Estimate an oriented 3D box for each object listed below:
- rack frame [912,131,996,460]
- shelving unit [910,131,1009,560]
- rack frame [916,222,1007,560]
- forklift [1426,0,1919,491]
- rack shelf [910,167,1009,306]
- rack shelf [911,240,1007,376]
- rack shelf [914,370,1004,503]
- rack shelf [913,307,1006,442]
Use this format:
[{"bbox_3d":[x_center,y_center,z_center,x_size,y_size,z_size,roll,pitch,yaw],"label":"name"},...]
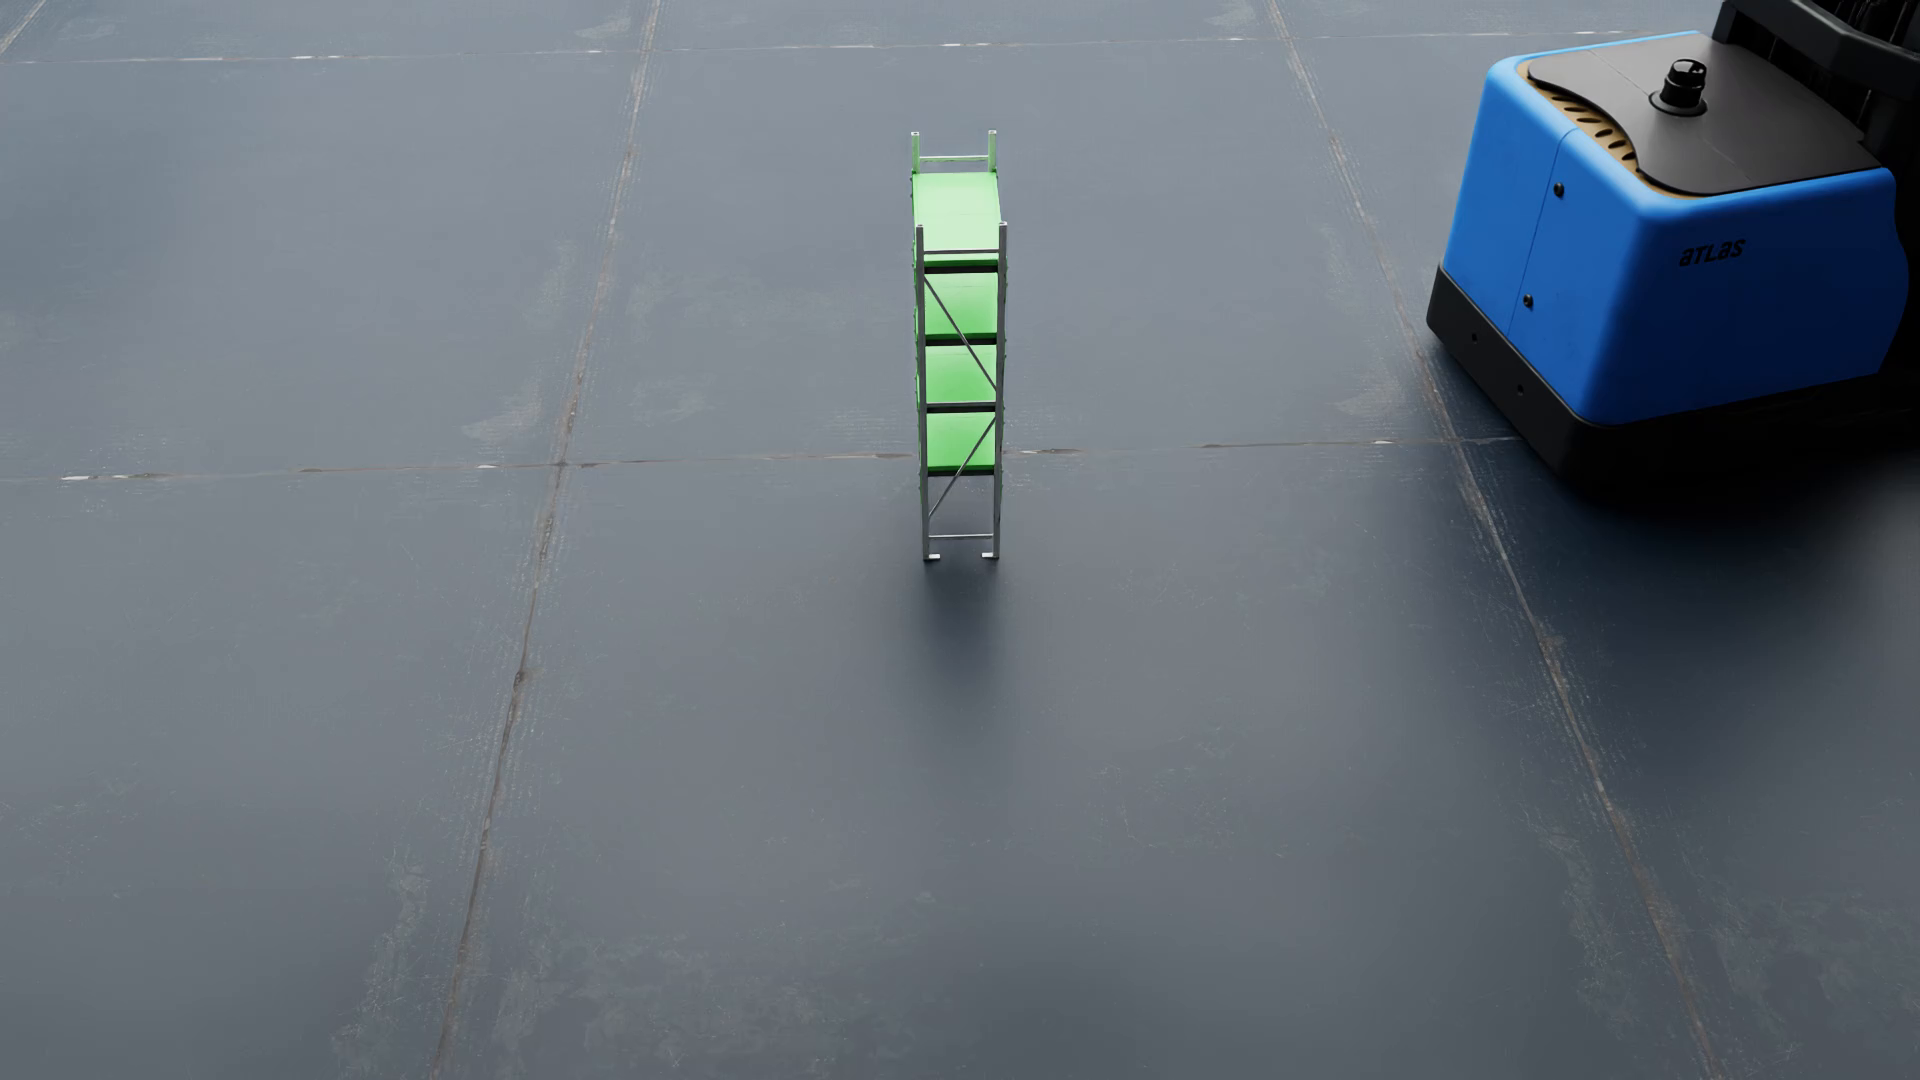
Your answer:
[{"bbox_3d":[-0.017,-0.719,5.146,0.240,1.200,0.015,-2,43,-2],"label":"rack frame"},{"bbox_3d":[-0.007,-0.554,4.966,0.258,1.200,0.503,-2,43,-2],"label":"shelving unit"},{"bbox_3d":[0.003,-0.389,4.787,0.240,1.200,0.015,-2,43,-2],"label":"rack frame"},{"bbox_3d":[3.257,-1.807,5.053,3.031,2.935,1.130,-11,44,-12],"label":"forklift"},{"bbox_3d":[-0.007,-0.861,4.685,0.258,0.148,0.480,-2,43,-2],"label":"rack shelf"},{"bbox_3d":[-0.007,-0.684,4.848,0.258,0.148,0.480,-2,43,-2],"label":"rack shelf"},{"bbox_3d":[-0.007,-0.330,5.172,0.258,0.148,0.480,-2,43,-2],"label":"rack shelf"},{"bbox_3d":[-0.007,-0.507,5.010,0.258,0.148,0.480,-2,43,-2],"label":"rack shelf"}]
